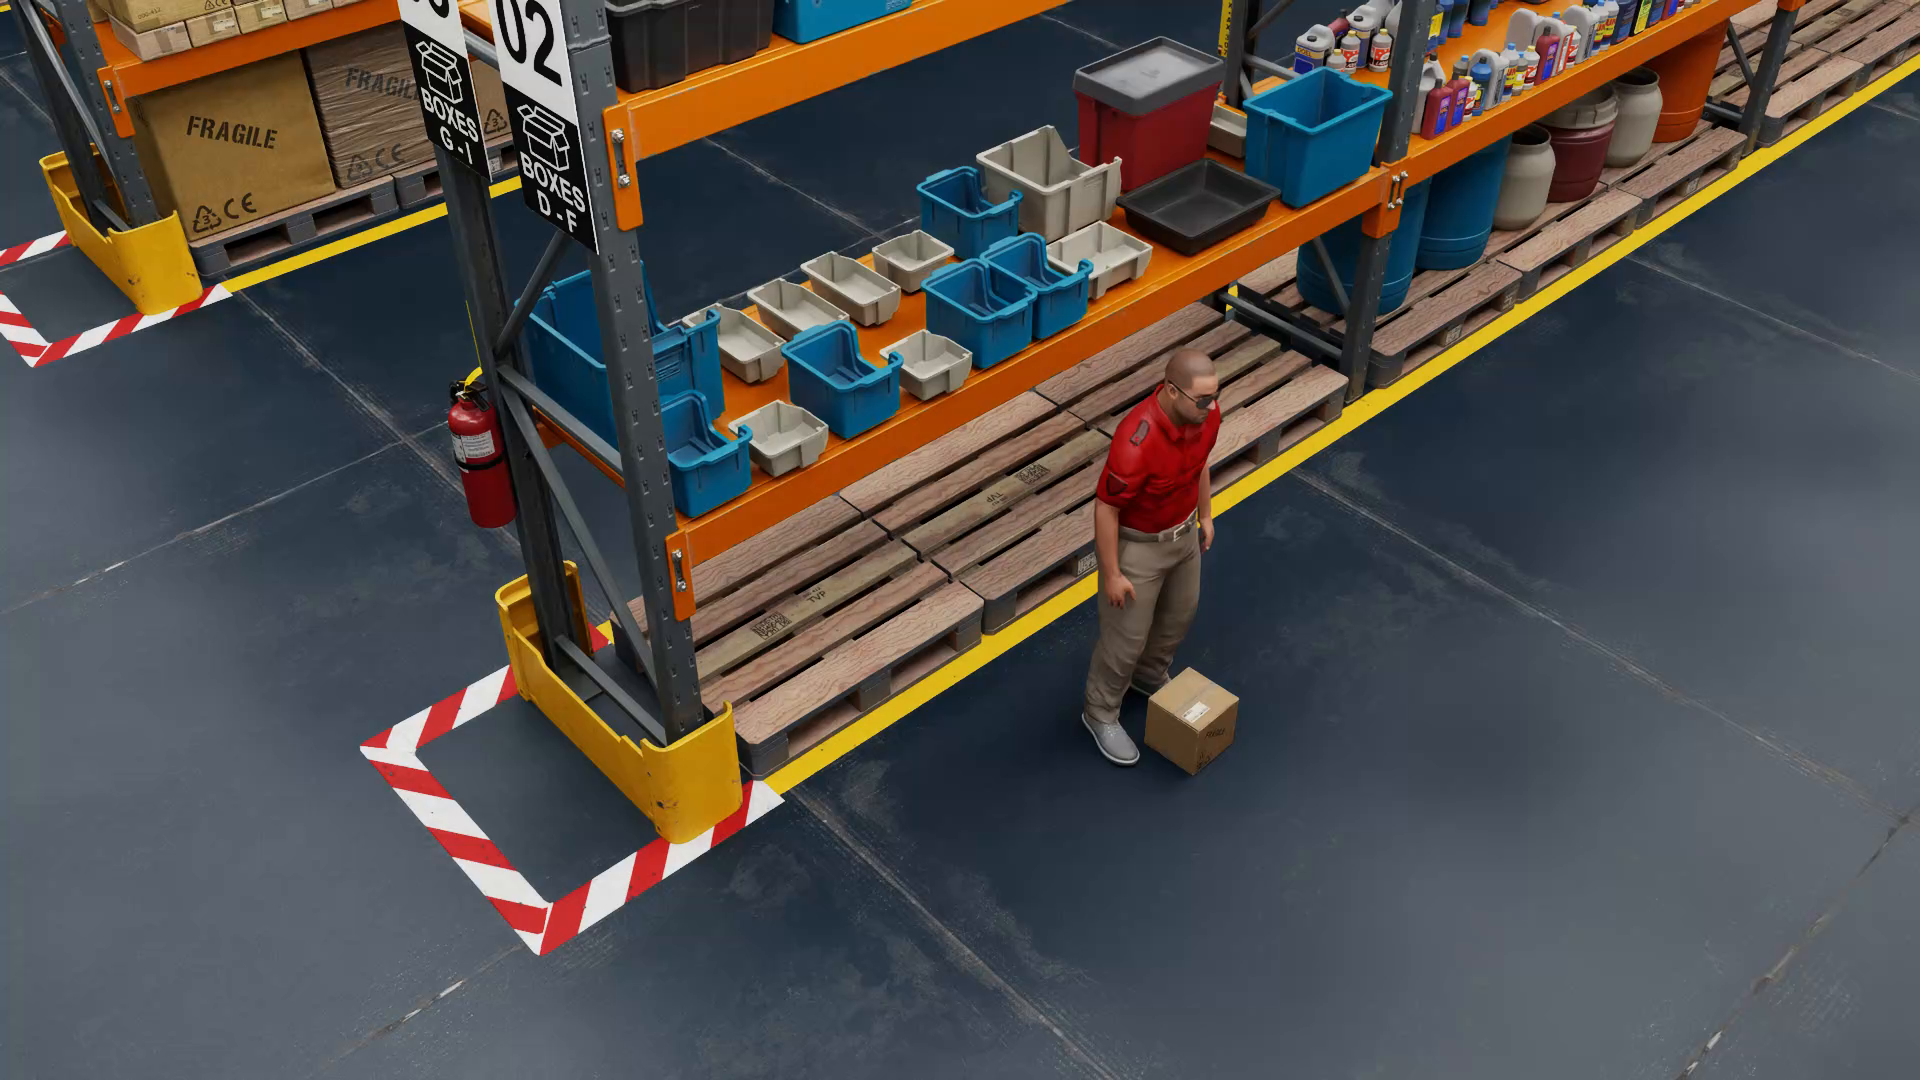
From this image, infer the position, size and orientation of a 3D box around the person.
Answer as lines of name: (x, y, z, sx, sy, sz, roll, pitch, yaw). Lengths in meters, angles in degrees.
person: (0.721, 0.020, 6.143, 0.593, 1.726, 0.386, -31, 49, -32)
